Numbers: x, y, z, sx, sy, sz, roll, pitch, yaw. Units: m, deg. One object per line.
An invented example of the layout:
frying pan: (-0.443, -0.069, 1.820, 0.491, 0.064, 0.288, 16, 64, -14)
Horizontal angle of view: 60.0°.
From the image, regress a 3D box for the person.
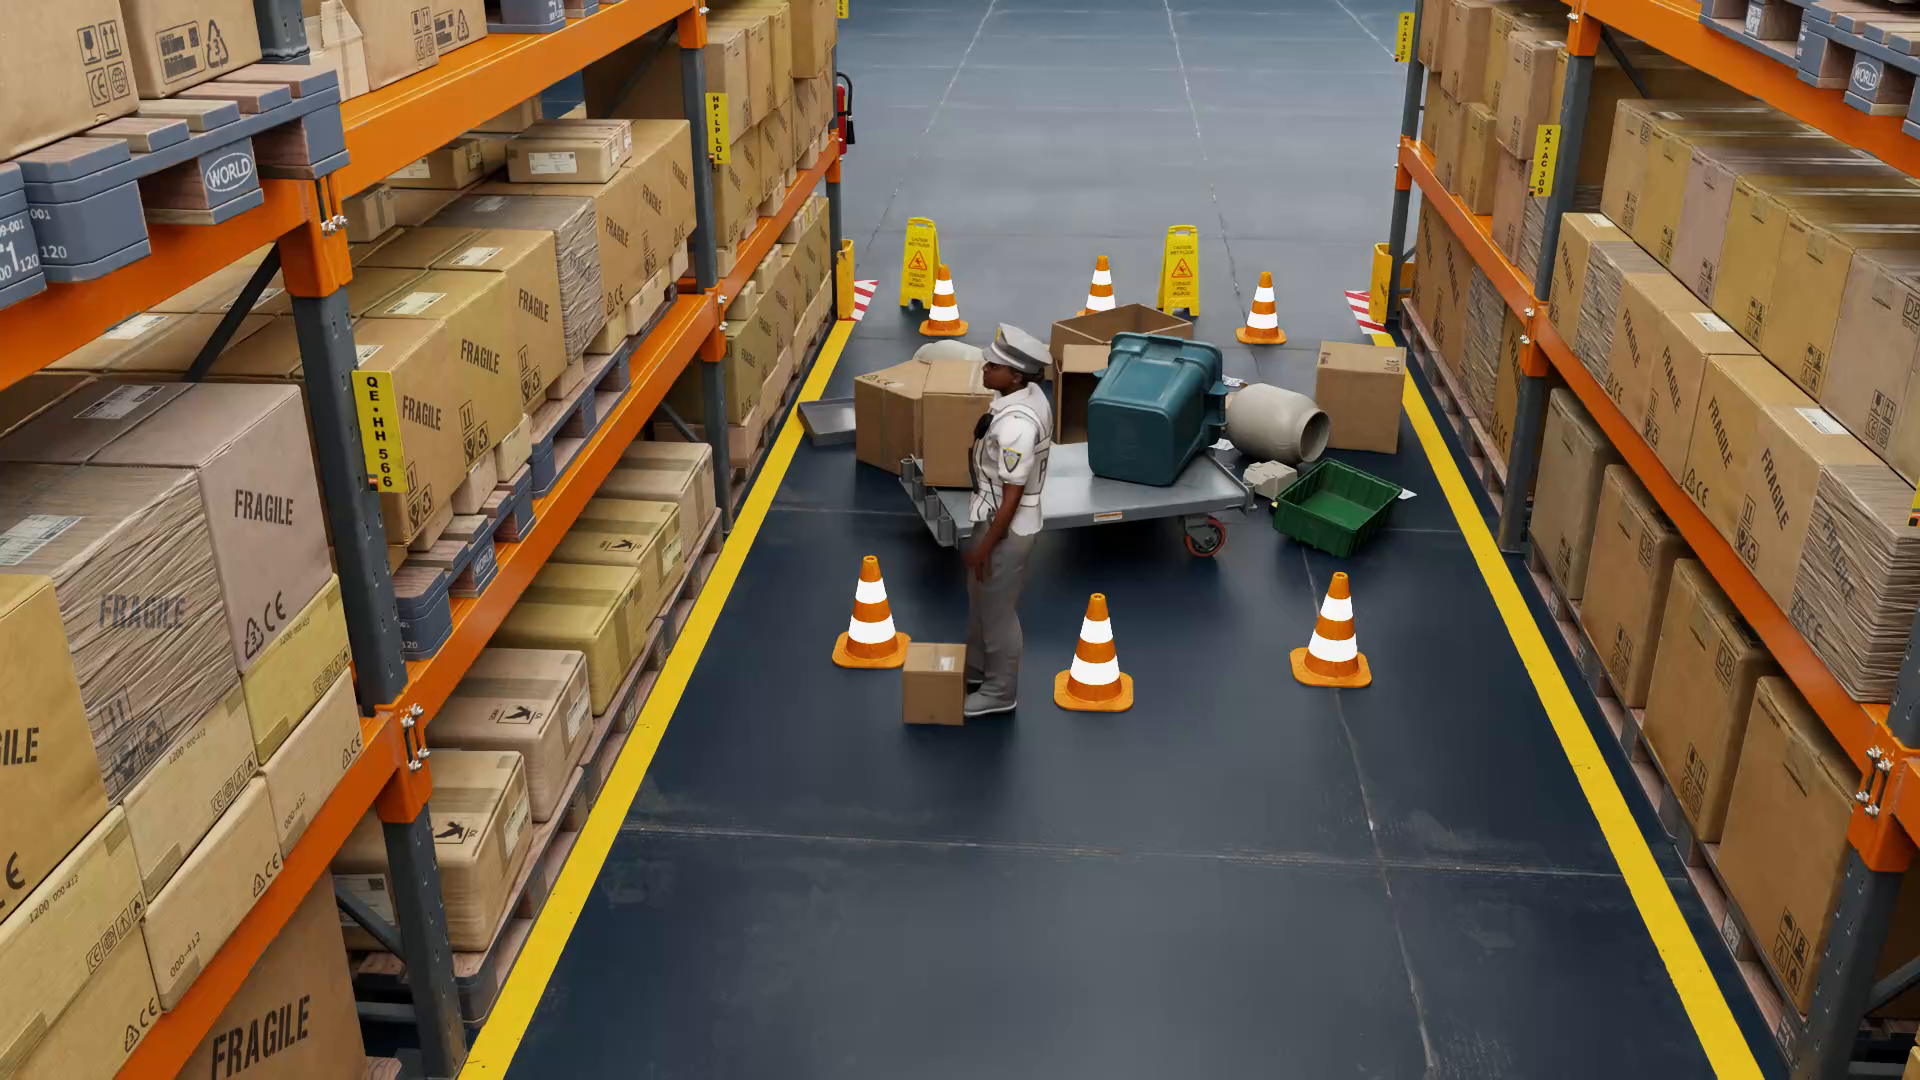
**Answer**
person: (0.101, -0.071, 6.697, 0.530, 1.696, 0.566, 2, 25, 4)
